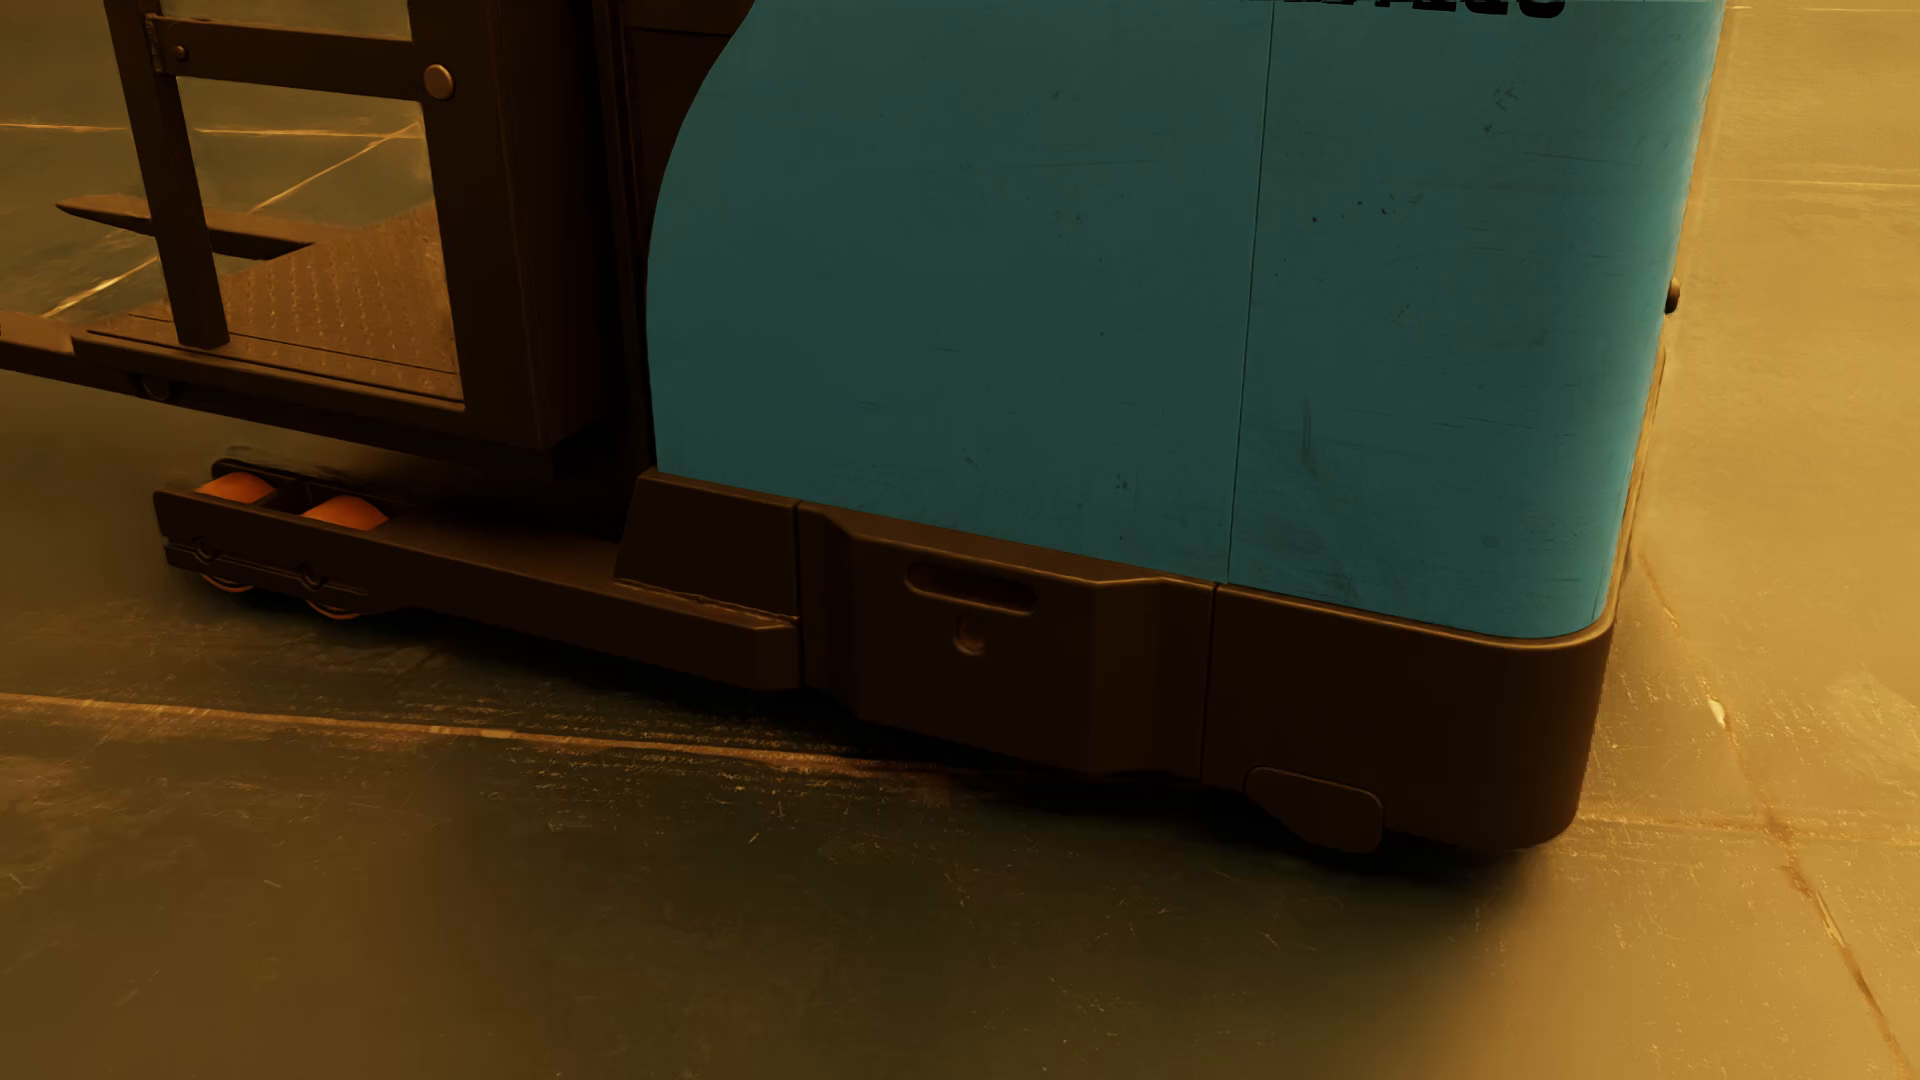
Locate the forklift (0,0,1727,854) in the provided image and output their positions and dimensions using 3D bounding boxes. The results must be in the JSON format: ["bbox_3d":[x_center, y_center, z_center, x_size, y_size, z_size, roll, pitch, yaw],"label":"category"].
[{"bbox_3d":[-0.562,-1.404,2.030,3.031,2.935,1.130,11,29,21],"label":"forklift"}]
